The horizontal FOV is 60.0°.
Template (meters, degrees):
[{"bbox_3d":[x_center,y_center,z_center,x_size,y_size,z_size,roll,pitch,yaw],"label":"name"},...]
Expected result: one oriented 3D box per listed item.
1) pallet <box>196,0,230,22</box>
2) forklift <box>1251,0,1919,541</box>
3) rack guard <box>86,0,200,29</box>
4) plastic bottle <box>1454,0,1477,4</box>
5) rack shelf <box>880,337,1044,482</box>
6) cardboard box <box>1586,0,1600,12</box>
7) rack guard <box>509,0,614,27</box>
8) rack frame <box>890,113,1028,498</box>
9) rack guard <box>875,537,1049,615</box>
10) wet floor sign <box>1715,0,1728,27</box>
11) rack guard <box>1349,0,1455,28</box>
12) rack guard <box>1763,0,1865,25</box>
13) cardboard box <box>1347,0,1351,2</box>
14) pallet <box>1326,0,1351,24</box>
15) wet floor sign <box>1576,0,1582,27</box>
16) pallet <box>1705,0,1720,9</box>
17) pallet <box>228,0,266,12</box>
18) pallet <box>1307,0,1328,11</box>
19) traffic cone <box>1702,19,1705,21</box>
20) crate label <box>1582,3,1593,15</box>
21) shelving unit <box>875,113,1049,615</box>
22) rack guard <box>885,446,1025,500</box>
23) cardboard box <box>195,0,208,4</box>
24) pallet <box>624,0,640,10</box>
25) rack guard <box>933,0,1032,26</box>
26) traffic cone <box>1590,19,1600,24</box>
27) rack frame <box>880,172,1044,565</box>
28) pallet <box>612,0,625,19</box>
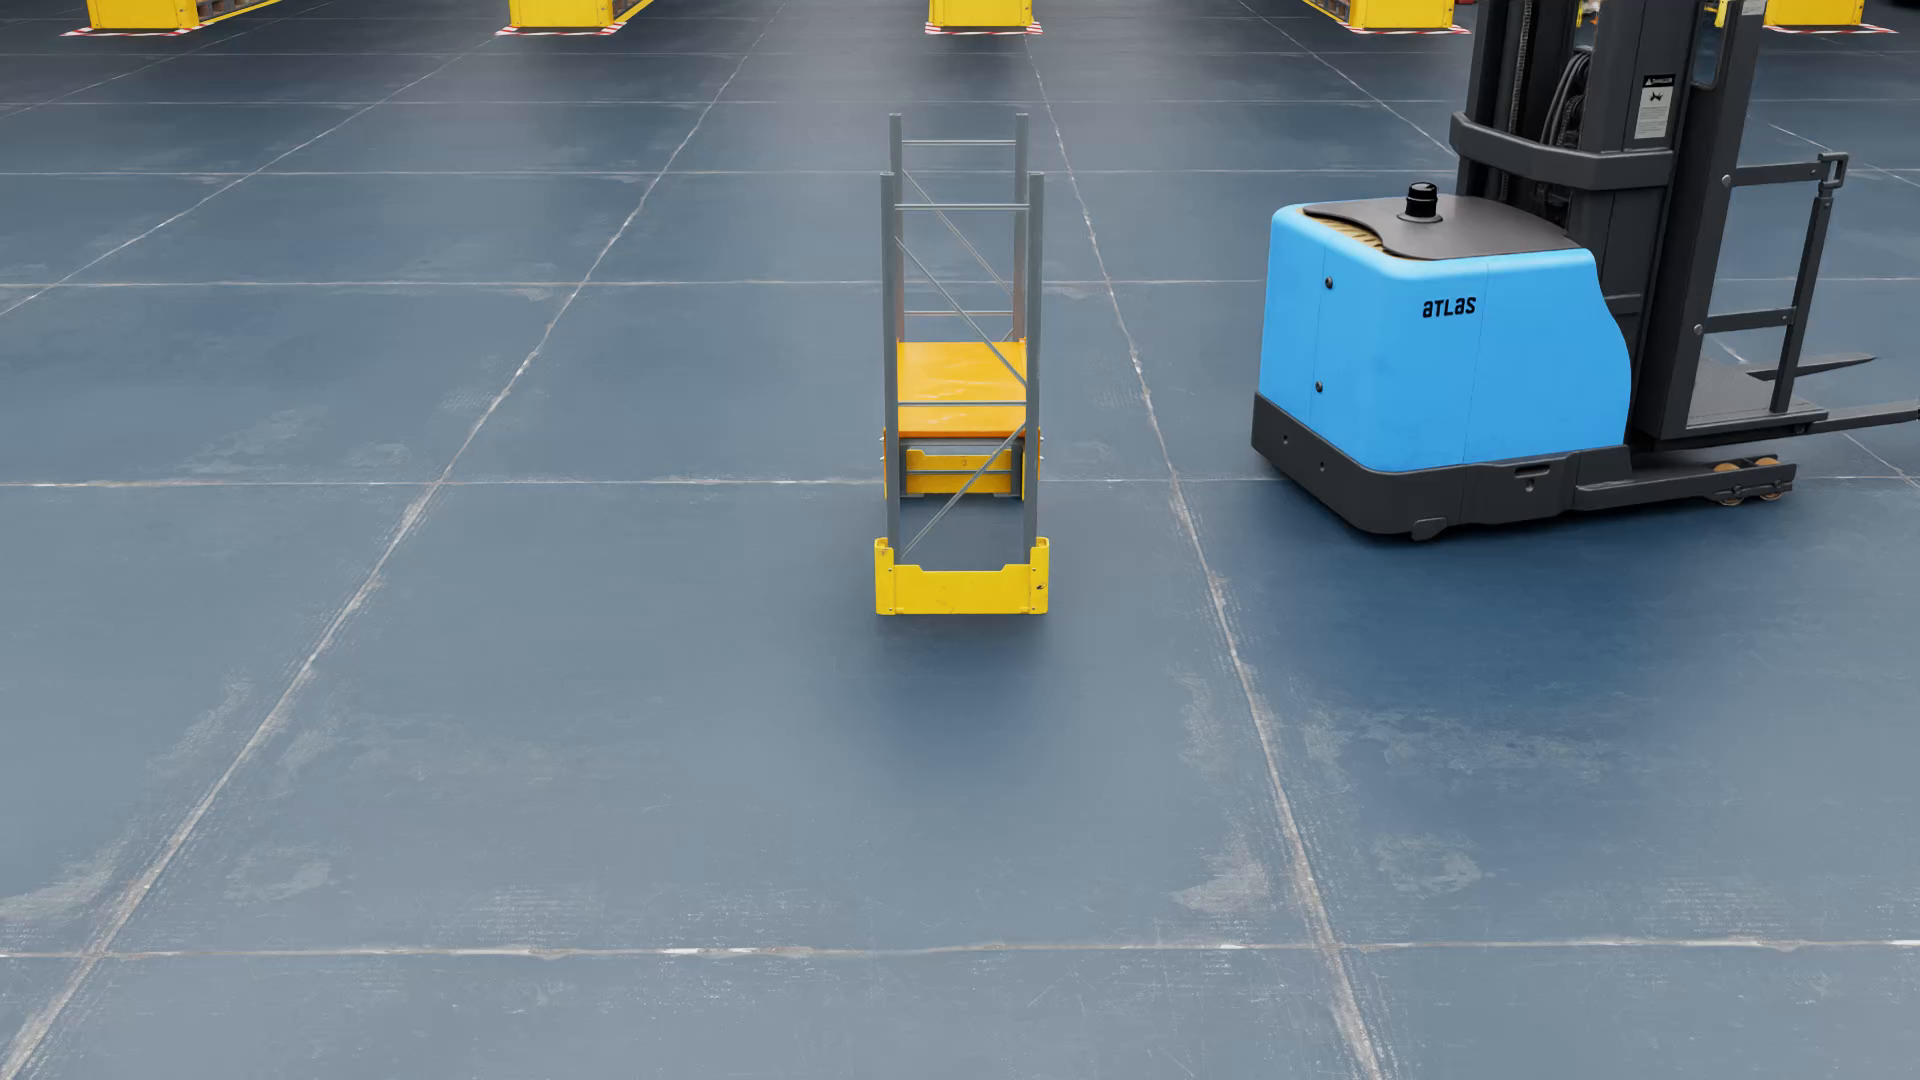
[{"bbox_3d":[-9.693,-6.504,20.374,1.003,0.211,1.213,0,24,-1],"label":"pallet"},{"bbox_3d":[2.791,-1.669,6.383,3.031,2.935,1.130,-7,25,-16],"label":"forklift"},{"bbox_3d":[-9.642,-6.311,19.596,1.175,0.500,0.348,0,24,-1],"label":"rack guard"},{"bbox_3d":[6.623,-7.057,21.779,0.283,0.061,0.133,-9,26,-19],"label":"plastic bottle"},{"bbox_3d":[0.001,-0.484,5.937,0.538,0.185,1.000,0,24,-1],"label":"rack shelf"},{"bbox_3d":[8.138,-6.779,21.057,0.380,0.149,0.250,13,27,27],"label":"cardboard box"},{"bbox_3d":[-4.737,-6.372,19.733,1.175,0.500,0.348,0,24,-1],"label":"rack guard"},{"bbox_3d":[-0.005,-0.858,6.326,0.500,1.500,0.032,0,24,-1],"label":"rack frame"},{"bbox_3d":[0.006,0.123,5.675,0.587,0.250,0.087,0,24,-1],"label":"rack guard"},{"bbox_3d":[9.105,-6.391,19.598,0.267,0.644,0.232,8,26,18],"label":"wet floor sign"},{"bbox_3d":[5.224,-6.334,19.649,1.175,0.500,0.348,0,24,-1],"label":"rack guard"},{"bbox_3d":[10.172,-6.439,19.881,1.175,0.500,0.348,0,24,-1],"label":"rack guard"},{"bbox_3d":[5.150,-6.985,20.124,0.875,0.875,0.875,0,24,0],"label":"cardboard box"},{"bbox_3d":[5.137,-6.542,20.458,1.003,0.211,1.213,0,24,-1],"label":"pallet"},{"bbox_3d":[7.204,-6.407,19.634,0.267,0.644,0.232,-4,25,-10],"label":"wet floor sign"},{"bbox_3d":[10.188,-7.144,21.790,1.003,0.211,1.213,0,24,-1],"label":"pallet"},{"bbox_3d":[-9.703,-7.005,21.483,1.003,0.211,1.213,0,24,-1],"label":"pallet"},{"bbox_3d":[5.127,-7.043,21.566,1.003,0.211,1.213,0,24,-1],"label":"pallet"},{"bbox_3d":[8.878,-6.562,20.198,0.336,0.463,0.334,0,24,-1],"label":"traffic cone"},{"bbox_3d":[7.701,-6.593,20.660,0.250,0.136,0.298,-14,28,-28],"label":"crate label"},{"bbox_3d":[0.001,-0.652,5.871,0.587,1.500,1.083,0,24,-1],"label":"shelving unit"},{"bbox_3d":[-0.005,-0.288,6.583,0.587,0.250,0.087,0,24,-1],"label":"rack guard"},{"bbox_3d":[-9.426,-6.620,20.074,0.500,0.250,0.500,0,24,-1],"label":"cardboard box"},{"bbox_3d":[-4.751,-7.077,21.641,1.003,0.211,1.213,0,24,-1],"label":"pallet"},{"bbox_3d":[0.262,-6.395,19.782,1.175,0.500,0.348,0,24,-1],"label":"rack guard"},{"bbox_3d":[7.772,-6.417,19.877,0.336,0.463,0.334,0,24,-1],"label":"traffic cone"},{"bbox_3d":[0.006,-0.439,5.400,0.500,1.500,0.032,0,24,-1],"label":"rack frame"},{"bbox_3d":[-4.741,-6.575,20.532,1.003,0.211,1.213,0,24,-1],"label":"pallet"}]
